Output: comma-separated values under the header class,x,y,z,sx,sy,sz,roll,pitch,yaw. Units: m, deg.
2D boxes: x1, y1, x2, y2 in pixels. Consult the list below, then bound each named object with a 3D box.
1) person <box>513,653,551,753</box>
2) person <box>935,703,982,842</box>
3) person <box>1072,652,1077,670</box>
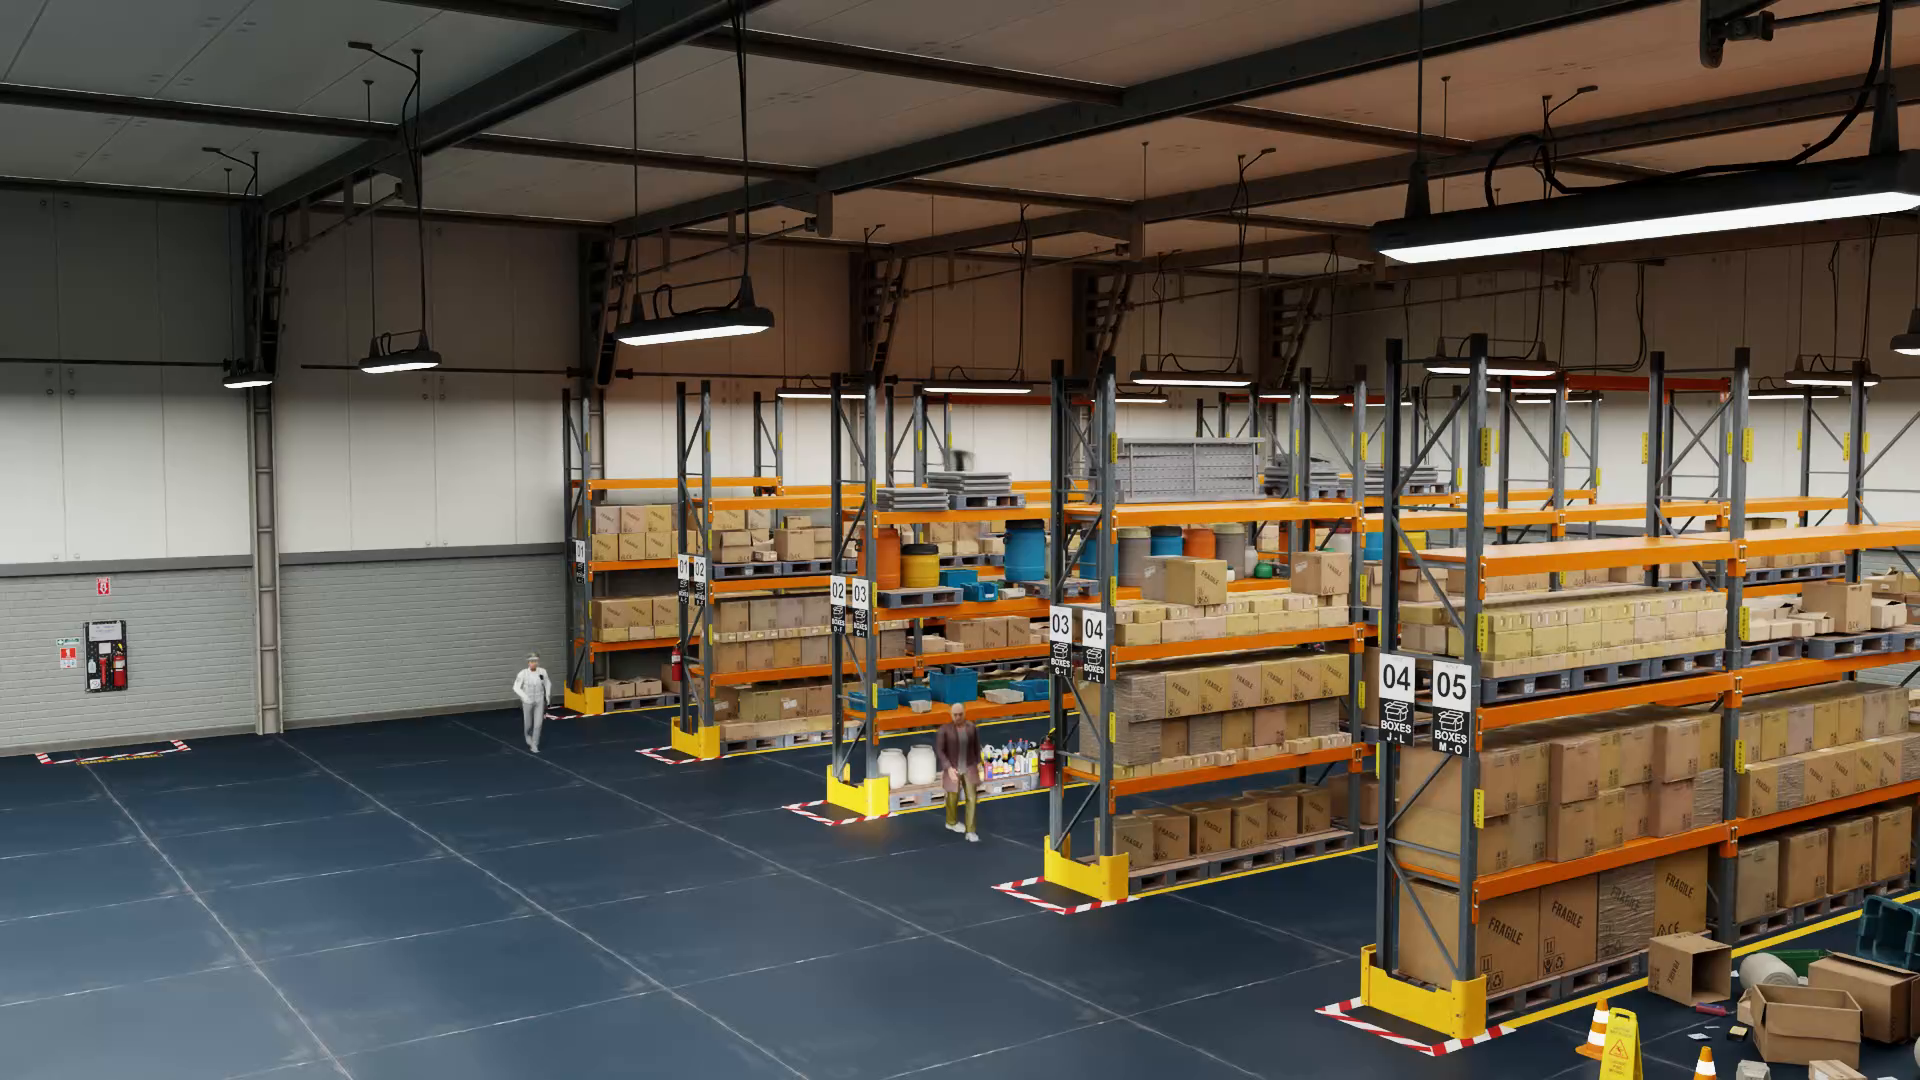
class,x,y,z,sx,sy,sz,roll,pitch,yaw
person,-6.949,2.623,27.036,0.609,1.642,0.718,-1,4,-19
person,-0.002,2.912,21.008,0.631,1.723,1.048,0,4,-6
person,2.353,2.041,34.857,0.827,1.813,0.654,-3,5,-38
